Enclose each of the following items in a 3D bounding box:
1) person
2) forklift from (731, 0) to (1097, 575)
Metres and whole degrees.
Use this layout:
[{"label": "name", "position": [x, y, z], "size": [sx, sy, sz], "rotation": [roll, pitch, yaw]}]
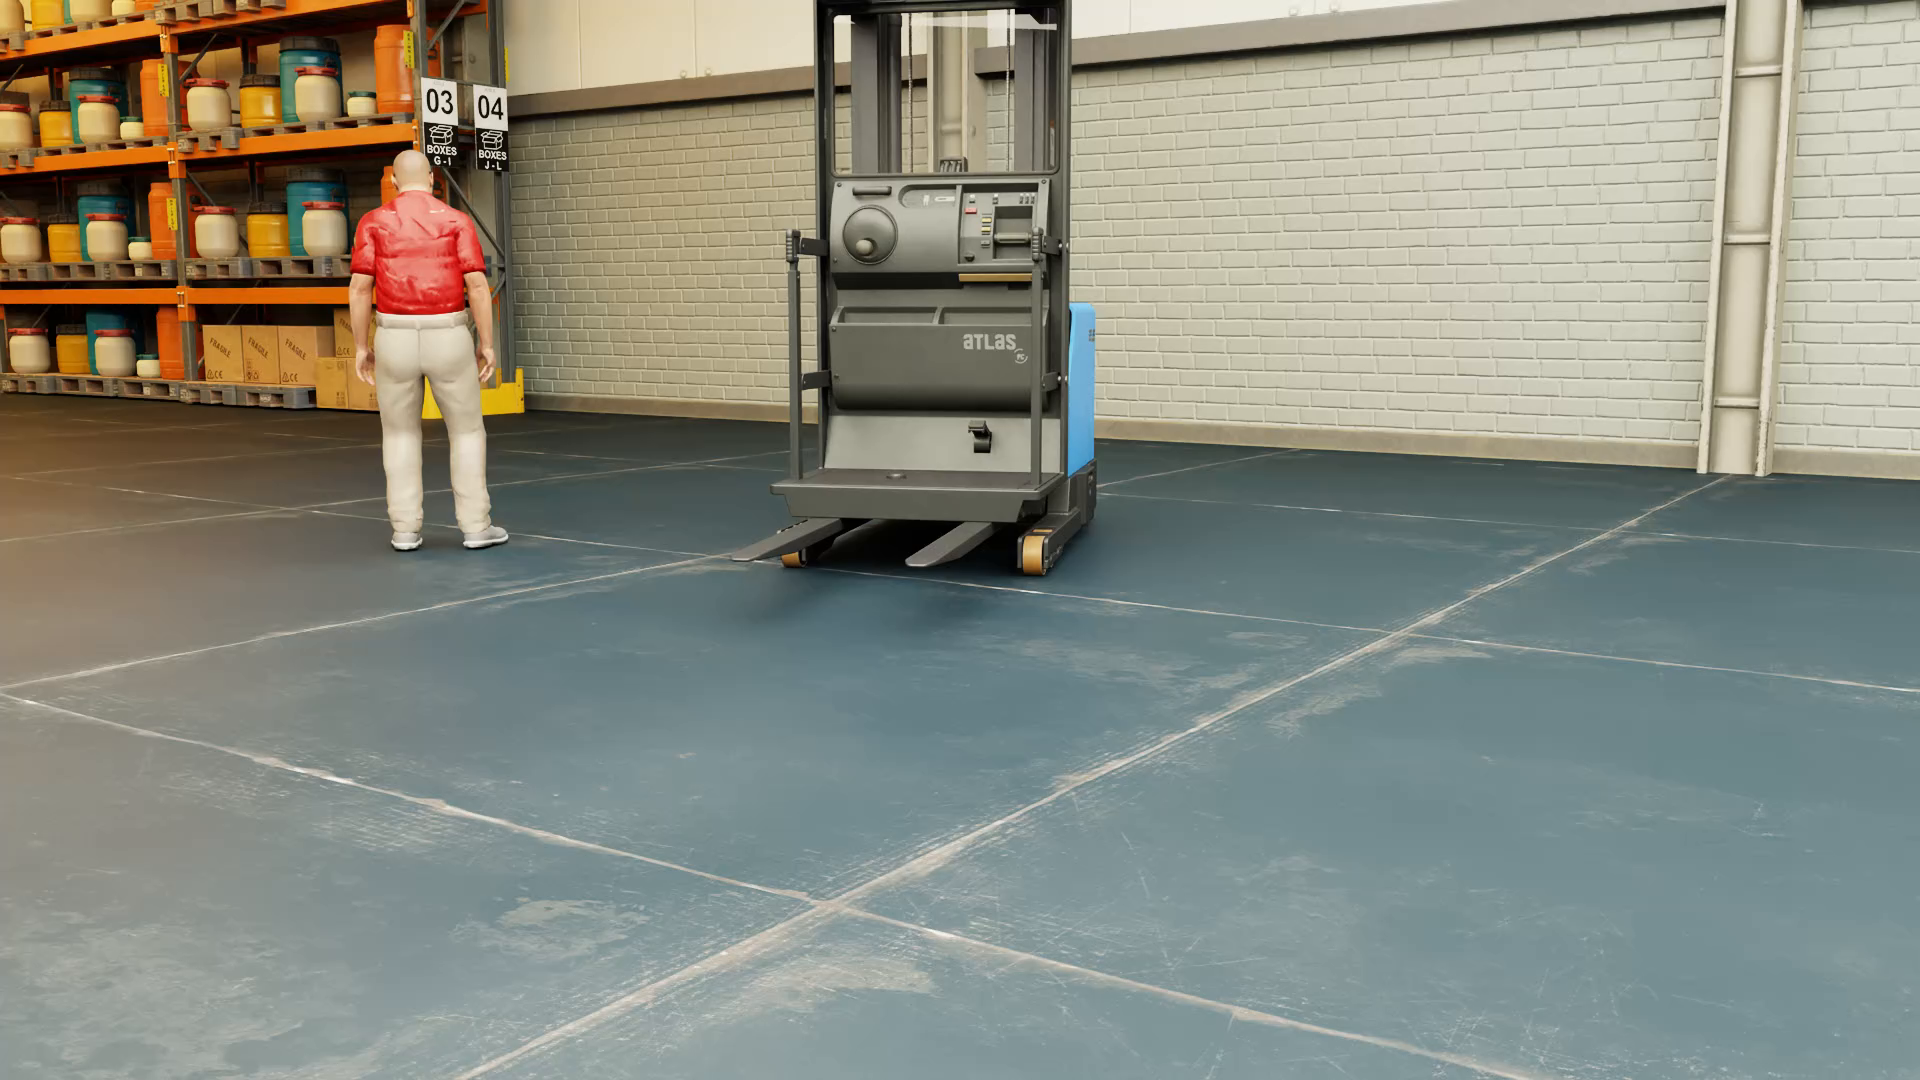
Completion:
[{"label": "person", "position": [-2.329, -0.824, 7.259], "size": [0.609, 1.726, 0.392], "rotation": [-1, 8, -10]}, {"label": "forklift", "position": [-0.129, -1.365, 6.789], "size": [1.130, 2.935, 3.031], "rotation": [2, 8, 12]}]
